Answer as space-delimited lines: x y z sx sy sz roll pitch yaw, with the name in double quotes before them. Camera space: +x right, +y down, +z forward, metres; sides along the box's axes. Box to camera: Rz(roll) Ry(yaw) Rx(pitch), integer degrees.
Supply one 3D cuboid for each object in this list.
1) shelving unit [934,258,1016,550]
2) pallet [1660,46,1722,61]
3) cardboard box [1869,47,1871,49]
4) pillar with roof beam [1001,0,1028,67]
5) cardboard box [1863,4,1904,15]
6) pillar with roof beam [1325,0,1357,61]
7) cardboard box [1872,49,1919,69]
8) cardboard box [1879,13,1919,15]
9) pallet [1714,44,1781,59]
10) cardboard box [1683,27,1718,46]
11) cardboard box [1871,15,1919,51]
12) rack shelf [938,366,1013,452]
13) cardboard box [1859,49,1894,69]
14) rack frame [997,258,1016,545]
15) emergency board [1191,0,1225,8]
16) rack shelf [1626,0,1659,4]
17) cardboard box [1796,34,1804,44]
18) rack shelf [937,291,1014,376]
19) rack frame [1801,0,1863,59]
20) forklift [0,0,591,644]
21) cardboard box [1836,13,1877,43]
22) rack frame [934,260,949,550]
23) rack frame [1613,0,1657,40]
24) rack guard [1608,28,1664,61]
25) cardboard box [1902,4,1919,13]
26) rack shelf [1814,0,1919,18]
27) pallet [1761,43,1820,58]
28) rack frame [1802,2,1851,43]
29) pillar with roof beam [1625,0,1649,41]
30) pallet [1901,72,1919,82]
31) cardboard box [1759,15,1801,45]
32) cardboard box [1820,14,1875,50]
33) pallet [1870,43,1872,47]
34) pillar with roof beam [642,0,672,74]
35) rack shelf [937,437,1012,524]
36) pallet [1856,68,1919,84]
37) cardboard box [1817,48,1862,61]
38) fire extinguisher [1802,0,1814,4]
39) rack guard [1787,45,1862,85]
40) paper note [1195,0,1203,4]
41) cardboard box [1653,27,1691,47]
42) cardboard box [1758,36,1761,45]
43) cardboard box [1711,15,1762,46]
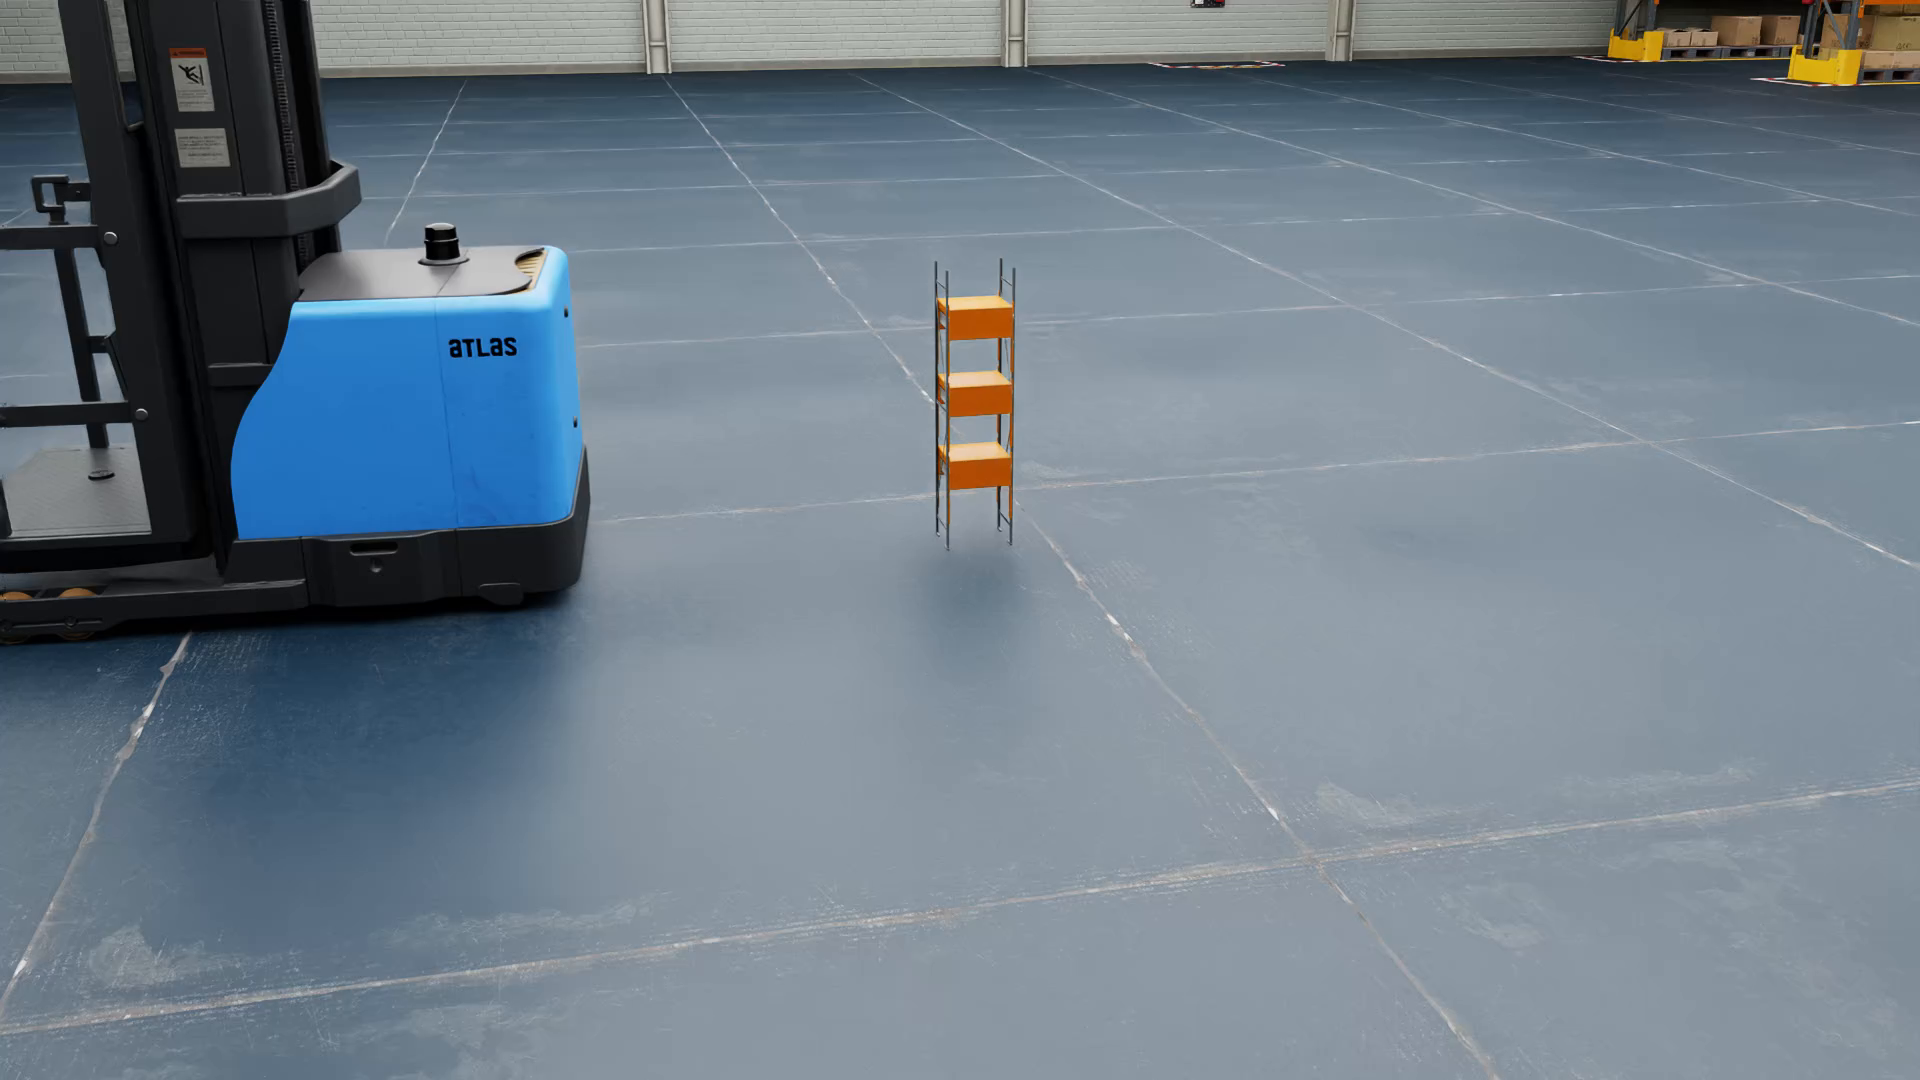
"shelving unit" 0.052 -0.497 6.146 0.252 1.050 0.215 -5 21 -12
"pallet" 12.992 -8.868 30.216 1.213 0.211 1.003 -5 21 -12
"cardboard box" 14.201 -7.552 25.956 0.500 0.250 0.500 -5 21 -12
"pillar with roof beam" 1.915 -10.890 22.960 0.400 9.000 9.100 -5 21 -12
"cardboard box" 17.153 -9.920 30.939 0.500 0.250 0.500 -5 21 -14
"pillar with roof beam" 7.754 -11.365 24.256 0.400 9.000 9.100 -5 21 -12
"cardboard box" 14.322 -7.376 25.475 0.500 0.250 0.500 -5 21 -12
"cardboard box" 14.686 -7.945 25.940 0.500 0.500 0.500 -5 21 -12
"pallet" 14.177 -8.963 30.476 1.213 0.211 1.003 -5 21 -12
"cardboard box" 13.369 -9.132 30.154 0.500 0.311 0.500 -3 20 -8
"cardboard box" 14.322 -7.727 25.345 0.500 0.500 0.500 -5 21 -12
"rack shelf" 0.052 -0.487 6.149 0.240 0.259 0.215 -5 21 -12
"cardboard box" 13.836 -7.335 25.364 0.500 0.250 0.500 -5 21 -12
"rack frame" 0.171 -0.507 6.172 0.008 1.050 0.200 -5 21 -12
"emergency board" 4.349 -9.806 28.723 0.643 1.169 0.194 -5 21 -12
"rack shelf" 14.066 -9.939 30.132 4.000 0.370 1.077 -5 21 -12
"cardboard box" 15.499 -9.259 30.709 0.250 0.166 0.380 -7 21 -20
"rack shelf" 0.052 -0.754 6.052 0.240 0.259 0.215 -5 21 -12
"rack frame" 13.263 -8.461 25.051 0.127 3.000 1.000 -5 21 -12
"forklift" -2.876 -1.234 5.421 3.031 2.935 1.130 -3 20 -9
"cardboard box" 16.725 -9.532 30.969 0.500 0.500 0.700 -4 20 -11
"rack frame" -0.067 -0.488 6.119 0.008 1.050 0.200 -5 21 -12
"rack frame" 12.120 -10.119 29.577 0.127 3.000 1.000 -5 21 -12
"rack guard" 12.194 -8.951 30.023 0.348 0.500 1.175 -5 21 -12
"cardboard box" 17.658 -9.962 31.055 0.500 0.250 0.500 -5 21 -14
"rack shelf" 15.210 -8.281 25.607 4.000 0.370 1.077 -5 21 -12
"pallet" 15.367 -9.061 30.743 1.213 0.211 1.003 -5 21 -12
"rack frame" 16.012 -10.435 30.441 0.127 3.000 1.000 -5 21 -12
"pillar with roof beam" 13.593 -11.840 25.553 0.400 9.000 9.100 -5 21 -12
"pallet" 15.183 -7.321 25.994 1.213 0.211 1.003 -5 21 -12
"cardboard box" 15.012 -9.373 30.534 0.500 0.500 0.500 -6 21 -17
"cardboard box" 13.717 -7.861 25.710 0.500 0.500 0.500 -5 21 -12
"pallet" 16.770 -9.188 31.090 1.213 0.211 1.003 -5 21 -12
"pillar with roof beam" -3.924 -10.415 21.663 0.400 9.000 9.100 -5 21 -12
"rack shelf" 0.052 -0.226 6.245 0.240 0.259 0.215 -5 21 -12
"pallet" 13.998 -7.226 25.734 1.213 0.211 1.003 -5 21 -12
"cardboard box" 13.717 -7.508 25.837 0.500 0.250 0.500 -5 21 -12
"fire extinguisher" 13.041 -8.571 25.463 0.183 0.674 0.296 -5 21 -12
"rack guard" 13.240 -7.285 25.475 0.348 0.500 1.175 -5 21 -12
"paper note" 4.161 -9.401 28.899 0.142 0.148 0.016 -5 21 -12
"cardboard box" 12.814 -9.087 30.031 0.500 0.311 0.500 -7 21 -19
"cardboard box" 14.451 -9.183 30.528 0.250 0.149 0.380 -6 21 -17
"cardboard box" 14.094 -9.263 30.234 0.500 0.500 0.700 -6 21 -16
